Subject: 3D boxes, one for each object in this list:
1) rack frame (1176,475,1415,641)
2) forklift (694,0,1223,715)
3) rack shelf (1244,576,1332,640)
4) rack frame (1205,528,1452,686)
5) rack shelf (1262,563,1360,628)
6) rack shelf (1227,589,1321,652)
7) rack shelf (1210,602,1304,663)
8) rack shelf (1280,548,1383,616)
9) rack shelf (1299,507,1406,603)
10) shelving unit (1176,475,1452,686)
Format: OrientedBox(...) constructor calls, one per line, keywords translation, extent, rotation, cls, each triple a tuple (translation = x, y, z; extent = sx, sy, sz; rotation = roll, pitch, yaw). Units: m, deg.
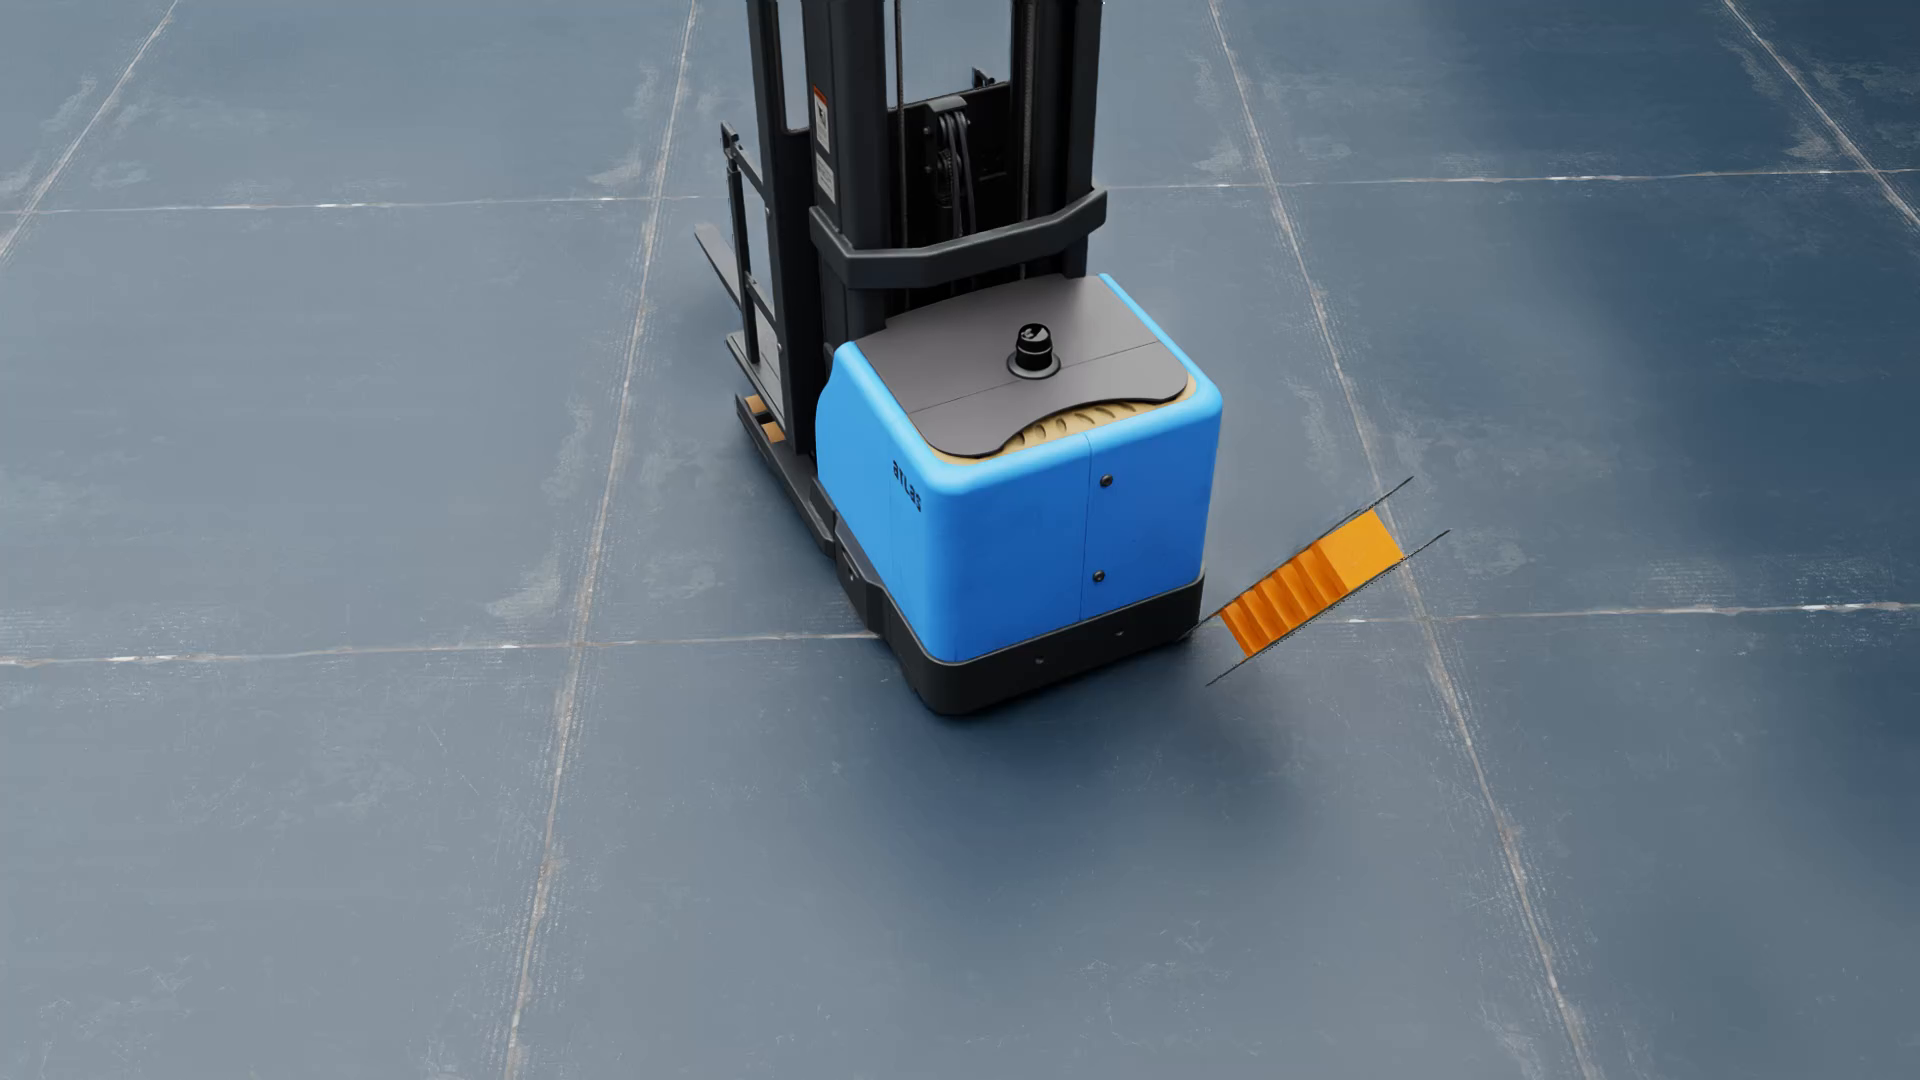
OrientedBox(translation=(1.028, 0.081, 5.256), extent=(0.240, 1.200, 0.006), rotation=(-27, 80, -27), cls="rack frame")
OrientedBox(translation=(-0.245, -1.500, 5.717), extent=(1.130, 2.935, 3.031), rotation=(-18, 45, -18), cls="forklift")
OrientedBox(translation=(1.062, 0.173, 5.280), extent=(0.258, 0.103, 0.180), rotation=(-27, 80, -27), cls="rack shelf")
OrientedBox(translation=(1.124, 0.234, 5.227), extent=(0.240, 1.200, 0.006), rotation=(-27, 80, -27), cls="rack frame")
OrientedBox(translation=(1.099, 0.130, 5.175), extent=(0.258, 0.103, 0.180), rotation=(-27, 80, -27), cls="rack shelf")
OrientedBox(translation=(1.025, 0.217, 5.386), extent=(0.258, 0.103, 0.180), rotation=(-27, 80, -27), cls="rack shelf")
OrientedBox(translation=(0.987, 0.260, 5.491), extent=(0.258, 0.103, 0.180), rotation=(-27, 80, -27), cls="rack shelf")
OrientedBox(translation=(1.137, 0.087, 5.069), extent=(0.258, 0.103, 0.180), rotation=(-27, 80, -27), cls="rack shelf")
OrientedBox(translation=(1.174, 0.043, 4.964), extent=(0.258, 0.103, 0.180), rotation=(-27, 80, -27), cls="rack shelf")
OrientedBox(translation=(1.076, 0.157, 5.241), extent=(0.258, 1.200, 0.189), rotation=(-27, 80, -27), cls="shelving unit")
